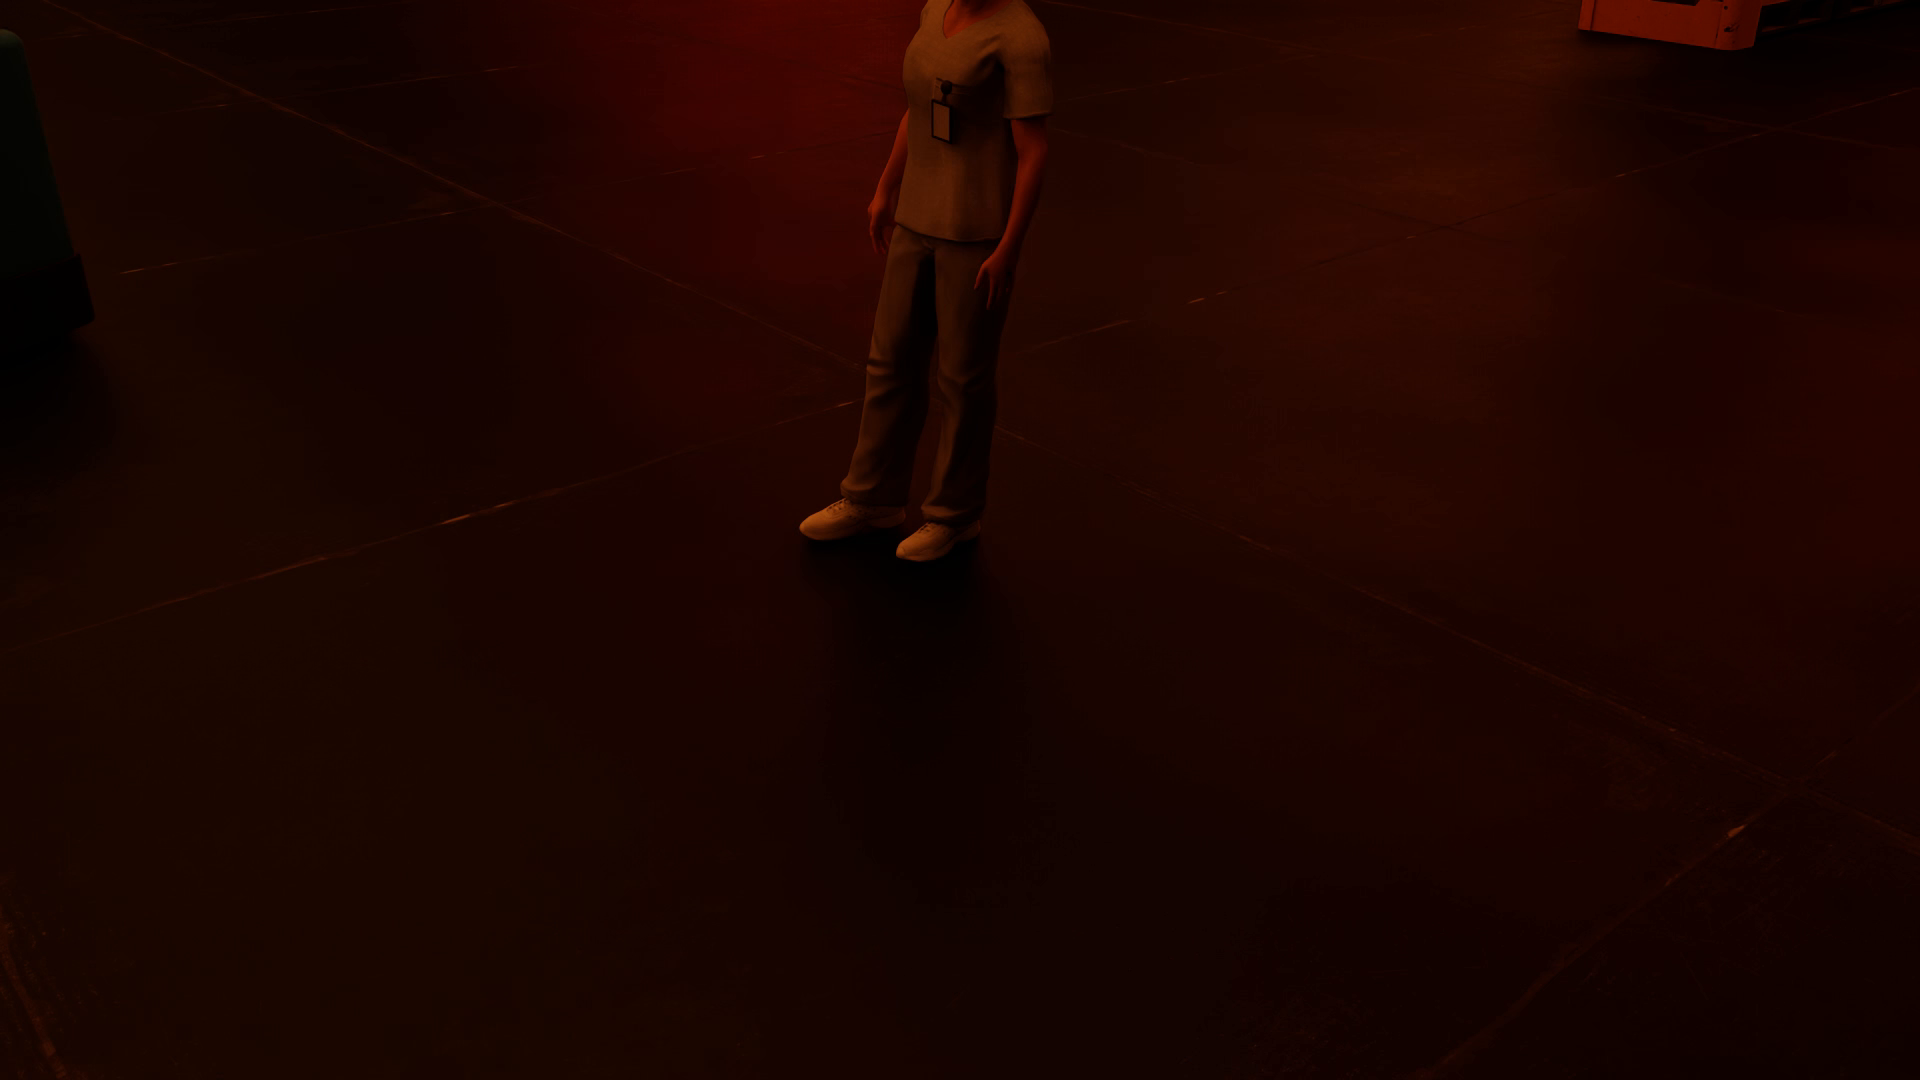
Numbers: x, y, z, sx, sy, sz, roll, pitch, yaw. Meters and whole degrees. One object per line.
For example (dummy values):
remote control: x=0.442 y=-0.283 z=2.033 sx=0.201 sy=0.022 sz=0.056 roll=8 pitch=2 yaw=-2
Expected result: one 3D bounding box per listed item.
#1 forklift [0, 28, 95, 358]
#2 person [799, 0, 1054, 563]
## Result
forklift: x=-4.654 y=-2.064 z=5.363 sx=3.031 sy=2.935 sz=1.130 roll=9 pitch=28 yaw=18
person: x=-0.066 y=-0.741 z=4.092 sx=0.548 sy=1.673 sz=0.549 roll=-20 pitch=33 yaw=-35
